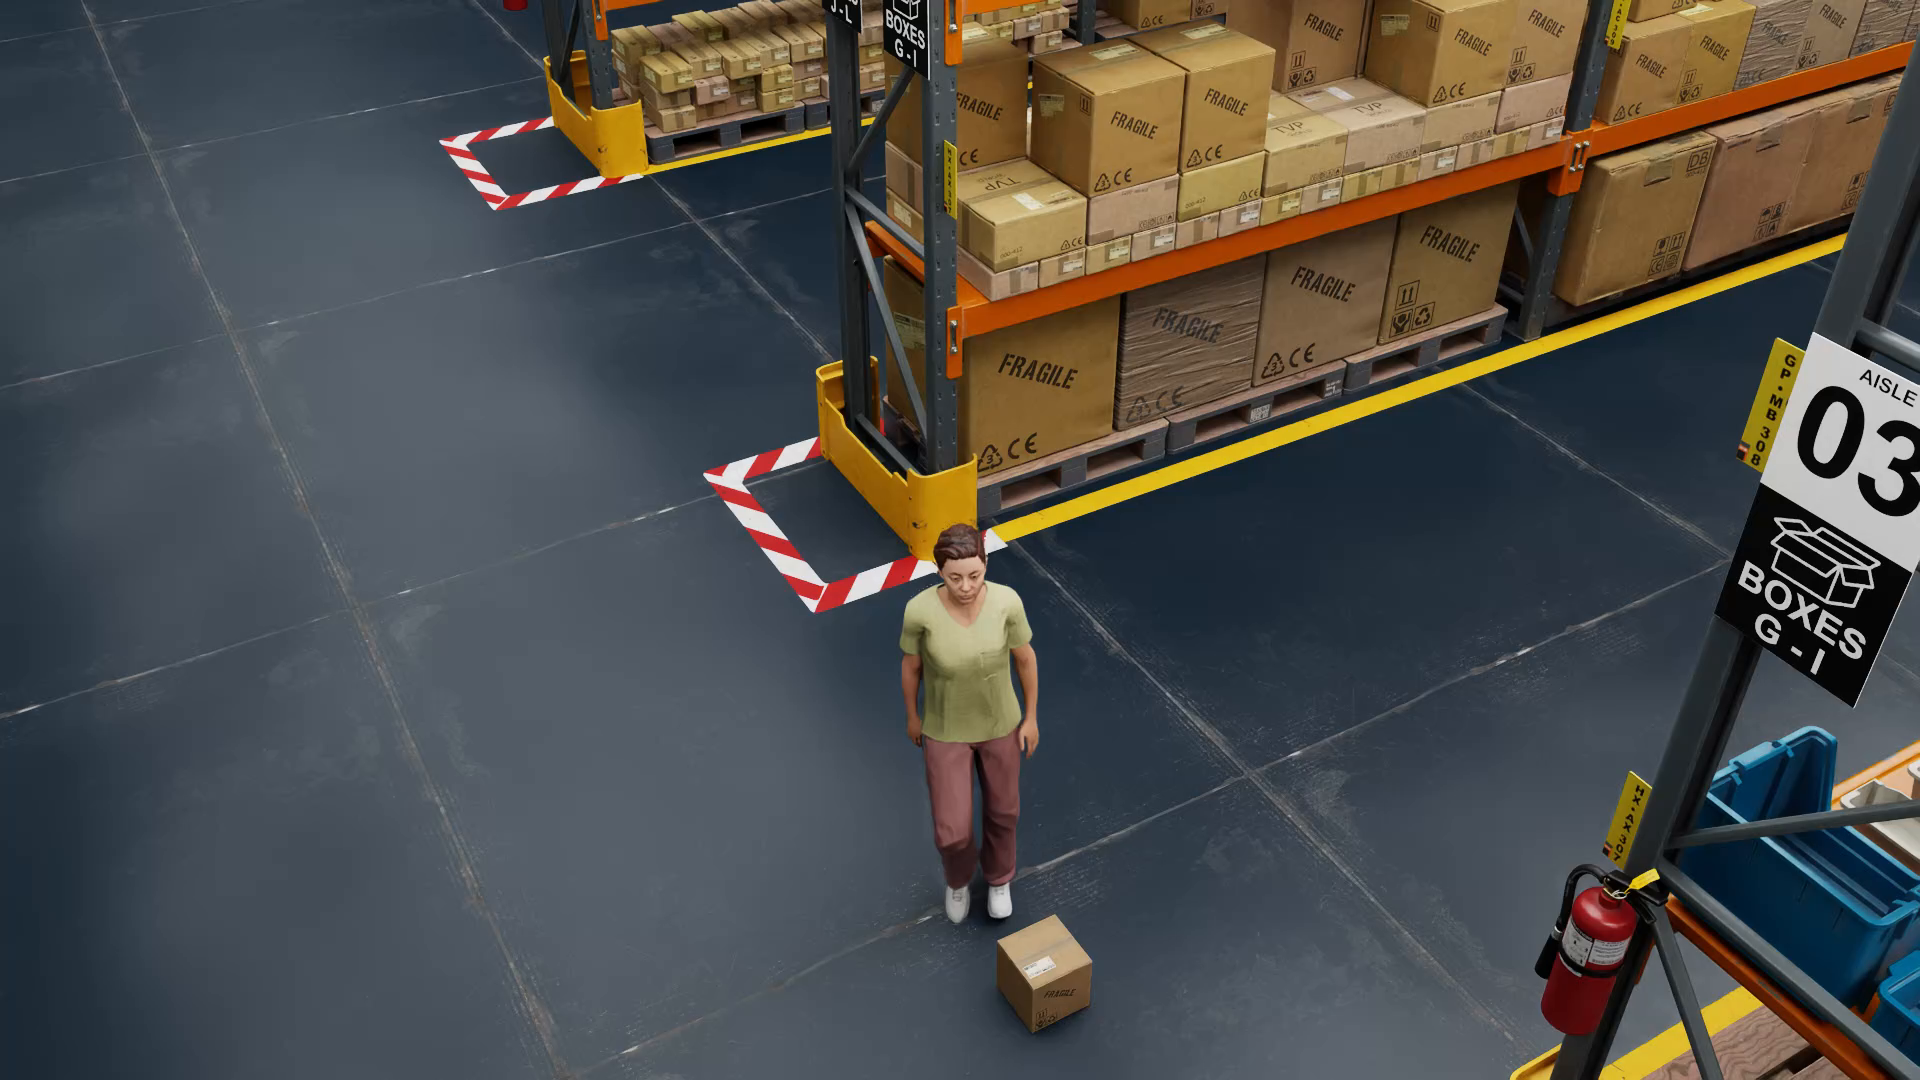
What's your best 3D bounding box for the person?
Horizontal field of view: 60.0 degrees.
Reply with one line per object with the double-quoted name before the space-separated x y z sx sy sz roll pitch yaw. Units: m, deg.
"person" 0.048 0.701 5.993 0.485 1.694 0.523 -6 37 -8
